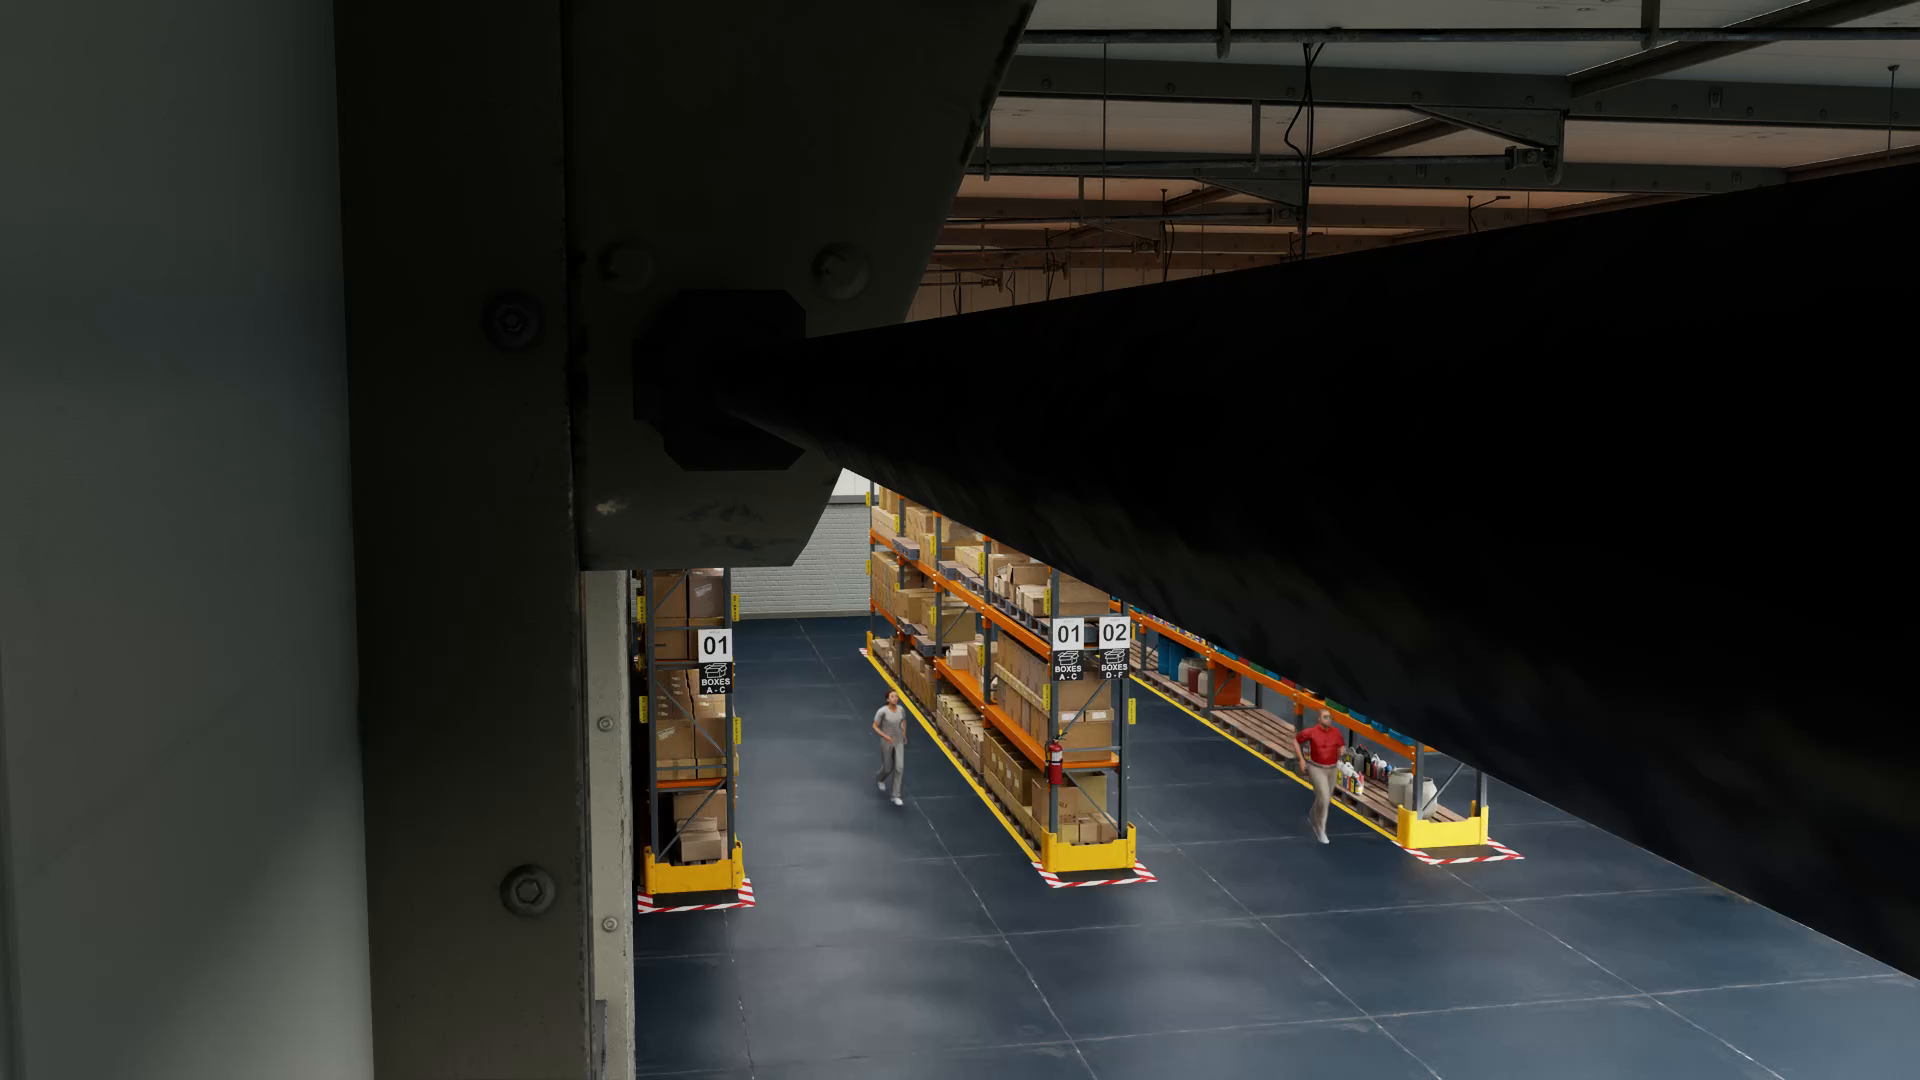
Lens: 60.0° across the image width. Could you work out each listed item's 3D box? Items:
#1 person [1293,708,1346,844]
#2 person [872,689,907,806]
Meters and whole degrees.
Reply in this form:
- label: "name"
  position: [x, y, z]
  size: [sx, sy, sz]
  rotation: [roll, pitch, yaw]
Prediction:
- label: "person"
  position: [4.871, 3.156, 22.335]
  size: [0.634, 1.803, 0.789]
  rotation: [-3, 7, -23]
- label: "person"
  position: [-1.014, 2.983, 24.294]
  size: [0.572, 1.658, 0.822]
  rotation: [-3, 7, -24]
